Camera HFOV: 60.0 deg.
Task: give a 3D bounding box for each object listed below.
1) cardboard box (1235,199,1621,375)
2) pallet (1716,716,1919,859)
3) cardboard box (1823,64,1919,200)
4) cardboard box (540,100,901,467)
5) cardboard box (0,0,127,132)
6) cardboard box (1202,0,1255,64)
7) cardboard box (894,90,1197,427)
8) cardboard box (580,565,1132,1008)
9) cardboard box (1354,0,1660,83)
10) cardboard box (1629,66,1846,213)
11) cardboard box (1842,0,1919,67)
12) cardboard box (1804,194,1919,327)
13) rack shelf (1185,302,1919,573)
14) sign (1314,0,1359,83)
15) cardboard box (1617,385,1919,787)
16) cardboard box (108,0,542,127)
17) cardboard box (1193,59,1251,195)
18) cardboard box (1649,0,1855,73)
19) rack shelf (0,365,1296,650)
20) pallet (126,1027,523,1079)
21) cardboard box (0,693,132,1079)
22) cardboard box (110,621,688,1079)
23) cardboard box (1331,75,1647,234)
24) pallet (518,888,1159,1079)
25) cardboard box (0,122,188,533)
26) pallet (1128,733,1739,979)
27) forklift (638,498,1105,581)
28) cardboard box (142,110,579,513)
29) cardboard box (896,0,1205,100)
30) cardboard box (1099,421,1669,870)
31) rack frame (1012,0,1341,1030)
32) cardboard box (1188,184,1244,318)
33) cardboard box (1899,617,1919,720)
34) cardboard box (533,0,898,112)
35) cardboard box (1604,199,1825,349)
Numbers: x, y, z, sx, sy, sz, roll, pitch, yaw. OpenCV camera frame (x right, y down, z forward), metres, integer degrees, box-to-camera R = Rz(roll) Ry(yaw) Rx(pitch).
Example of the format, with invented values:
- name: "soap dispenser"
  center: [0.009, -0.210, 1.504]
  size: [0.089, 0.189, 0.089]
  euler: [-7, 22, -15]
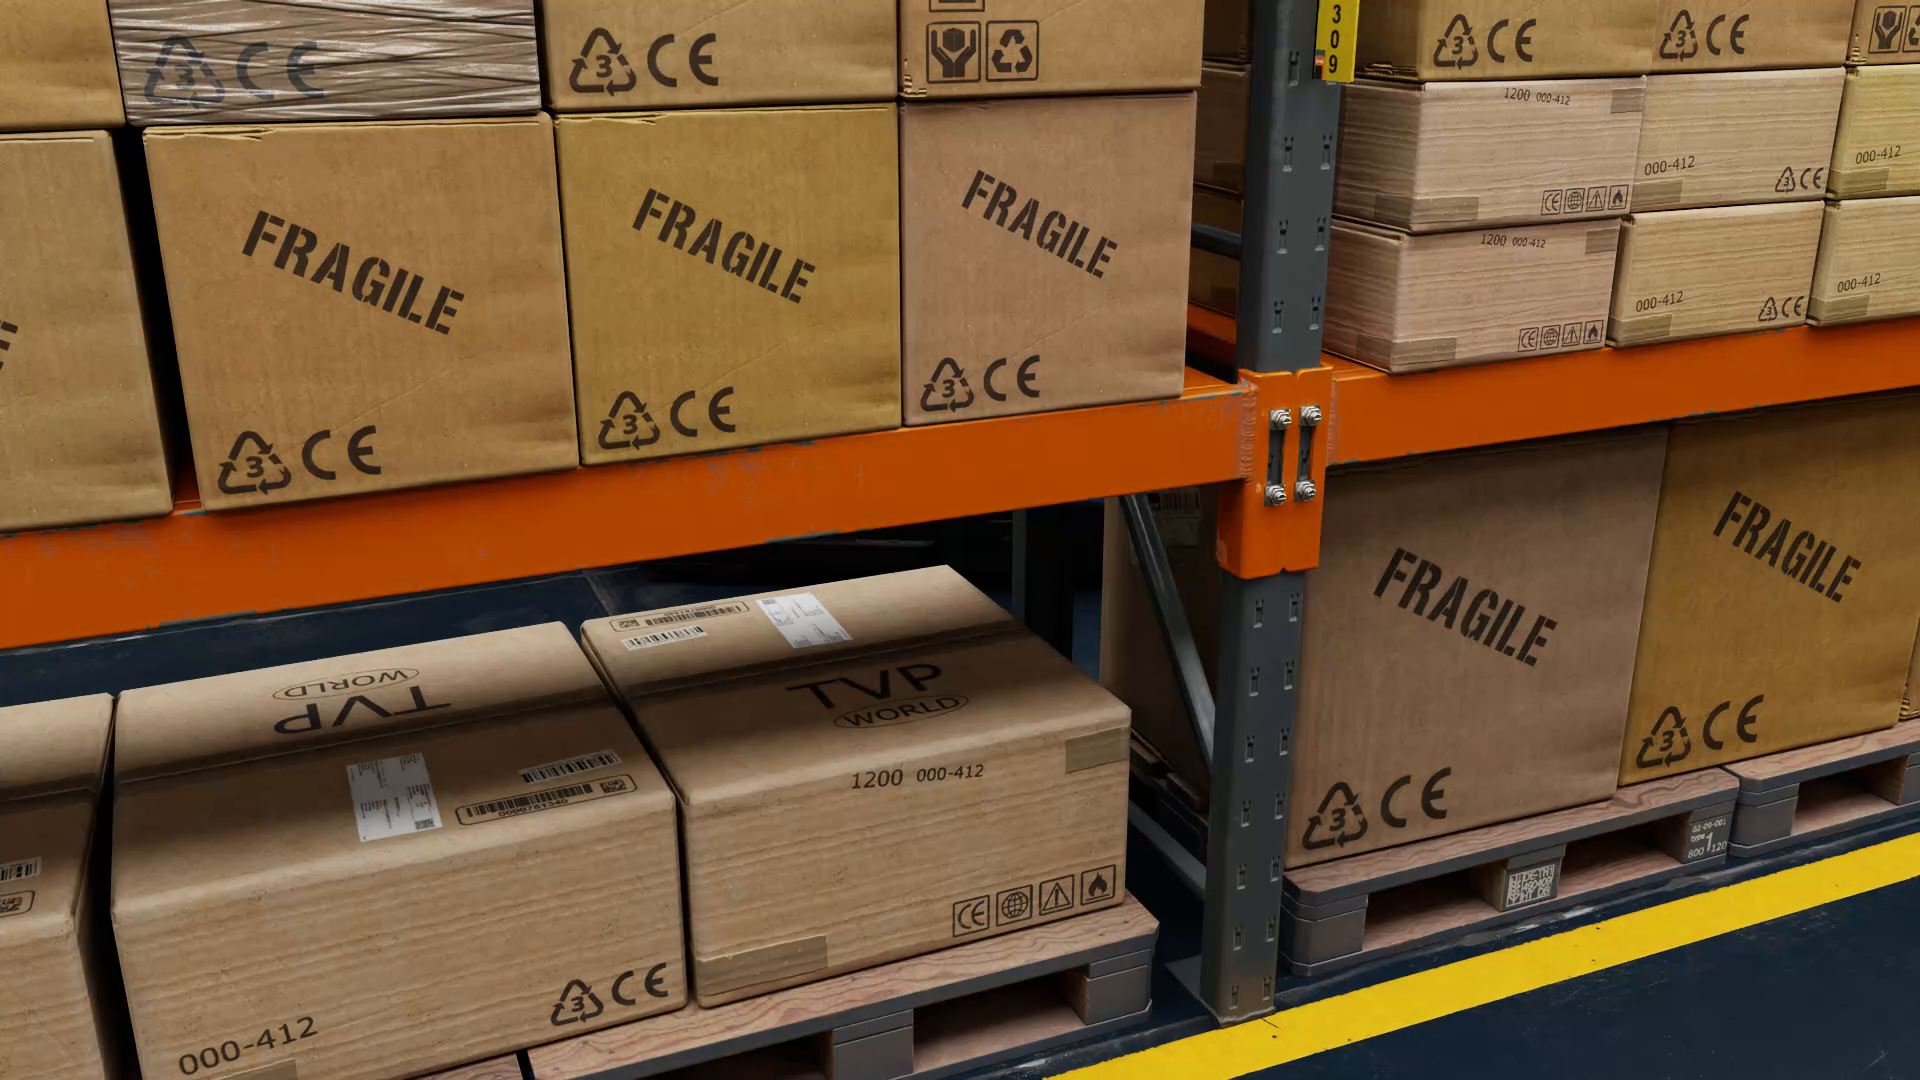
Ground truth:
- name: "cardboard box"
  center: [0.883, -0.516, 3.198]
  size: [0.500, 0.250, 0.500]
  euler: [-9, 21, -23]
- name: "pallet"
  center: [2.175, 0.419, 4.513]
  size: [1.213, 0.211, 1.003]
  euler: [-8, 21, -22]
- name: "cardboard box"
  center: [1.832, -0.882, 3.484]
  size: [0.500, 0.250, 0.500]
  euler: [-8, 21, -21]
- name: "cardboard box"
  center: [-0.420, -0.449, 2.629]
  size: [0.500, 0.500, 0.500]
  euler: [-9, 21, -23]
- name: "cardboard box"
  center: [-1.346, -0.785, 2.078]
  size: [0.500, 0.500, 0.500]
  euler: [-8, 21, -22]
- name: "cardboard box"
  center: [0.685, -1.264, 3.439]
  size: [0.500, 0.500, 0.500]
  euler: [-7, 21, -20]
- name: "cardboard box"
  center: [0.050, -0.518, 2.826]
  size: [0.500, 0.500, 0.500]
  euler: [-8, 21, -21]
- name: "cardboard box"
  center: [-0.245, 0.451, 3.451]
  size: [0.875, 0.438, 0.875]
  euler: [-8, 21, -23]
- name: "cardboard box"
  center: [0.892, -1.099, 2.970]
  size: [0.500, 0.500, 0.500]
  euler: [-8, 21, -21]
- name: "cardboard box"
  center: [1.358, -0.824, 3.318]
  size: [0.500, 0.250, 0.500]
  euler: [-8, 21, -21]
- name: "cardboard box"
  center: [1.810, -1.239, 3.369]
  size: [0.500, 0.500, 0.500]
  euler: [-9, 21, -23]
- name: "cardboard box"
  center: [1.834, -0.647, 3.570]
  size: [0.500, 0.250, 0.500]
  euler: [-8, 21, -22]
- name: "rack shelf"
  center: [2.211, -0.534, 4.104]
  size: [4.000, 0.370, 1.077]
  euler: [-8, 21, -22]
- name: "sign"
  center: [0.596, -0.886, 2.600]
  size: [0.005, 0.325, 0.100]
  euler: [-8, 21, -22]
- name: "cardboard box"
  center: [1.738, -0.033, 4.166]
  size: [0.875, 0.875, 0.875]
  euler: [-8, 21, -20]
- name: "cardboard box"
  center: [-0.882, -0.848, 2.258]
  size: [0.500, 0.500, 0.500]
  euler: [-8, 21, -21]
- name: "cardboard box"
  center: [0.683, -0.907, 3.554]
  size: [0.500, 0.250, 0.500]
  euler: [-8, 21, -22]
- name: "cardboard box"
  center: [1.349, -1.174, 3.184]
  size: [0.500, 0.500, 0.500]
  euler: [-8, 21, -22]
- name: "rack shelf"
  center: [-1.462, -0.007, 2.610]
  size: [4.000, 0.370, 1.077]
  euler: [-8, 21, -22]
- name: "pallet"
  center: [-1.477, 0.944, 3.025]
  size: [1.213, 0.211, 1.003]
  euler: [-8, 21, -22]
- name: "cardboard box"
  center: [-1.895, 0.687, 2.781]
  size: [0.875, 0.438, 0.875]
  euler: [-8, 21, -20]
- name: "cardboard box"
  center: [-1.066, 0.569, 3.116]
  size: [0.875, 0.438, 0.875]
  euler: [-9, 21, -24]
- name: "cardboard box"
  center: [0.890, -0.747, 3.099]
  size: [0.500, 0.250, 0.500]
  euler: [-9, 21, -23]
- name: "pallet"
  center: [-0.355, 0.782, 3.484]
  size: [1.213, 0.211, 1.003]
  euler: [-8, 21, -22]
- name: "cardboard box"
  center: [-1.363, -0.314, 2.246]
  size: [0.500, 0.500, 0.500]
  euler: [-7, 21, -20]
- name: "pallet"
  center: [1.053, 0.581, 4.054]
  size: [1.213, 0.211, 1.003]
  euler: [-8, 21, -22]
- name: "forklift"
  center: [-0.675, -1.415, 5.628]
  size: [3.031, 2.935, 1.130]
  euler: [2, 19, 5]
- name: "cardboard box"
  center: [-0.876, -0.378, 2.428]
  size: [0.500, 0.500, 0.500]
  euler: [-8, 21, -23]
- name: "cardboard box"
  center: [0.051, -0.982, 2.639]
  size: [0.500, 0.500, 0.500]
  euler: [-8, 21, -22]
- name: "cardboard box"
  center: [0.912, 0.088, 3.821]
  size: [0.875, 0.875, 0.875]
  euler: [-7, 21, -20]
- name: "rack frame"
  center: [0.374, -0.610, 3.237]
  size: [0.127, 3.000, 1.000]
  euler: [-8, 21, -22]
- name: "cardboard box"
  center: [0.687, -0.675, 3.648]
  size: [0.500, 0.250, 0.500]
  euler: [-9, 21, -23]
- name: "cardboard box"
  center: [2.560, -0.150, 4.499]
  size: [0.875, 0.875, 0.875]
  euler: [-8, 21, -21]
- name: "cardboard box"
  center: [-0.419, -0.918, 2.457]
  size: [0.500, 0.500, 0.500]
  euler: [-8, 21, -23]
- name: "cardboard box"
  center: [1.358, -0.585, 3.393]
  size: [0.500, 0.250, 0.500]
  euler: [-9, 21, -23]
